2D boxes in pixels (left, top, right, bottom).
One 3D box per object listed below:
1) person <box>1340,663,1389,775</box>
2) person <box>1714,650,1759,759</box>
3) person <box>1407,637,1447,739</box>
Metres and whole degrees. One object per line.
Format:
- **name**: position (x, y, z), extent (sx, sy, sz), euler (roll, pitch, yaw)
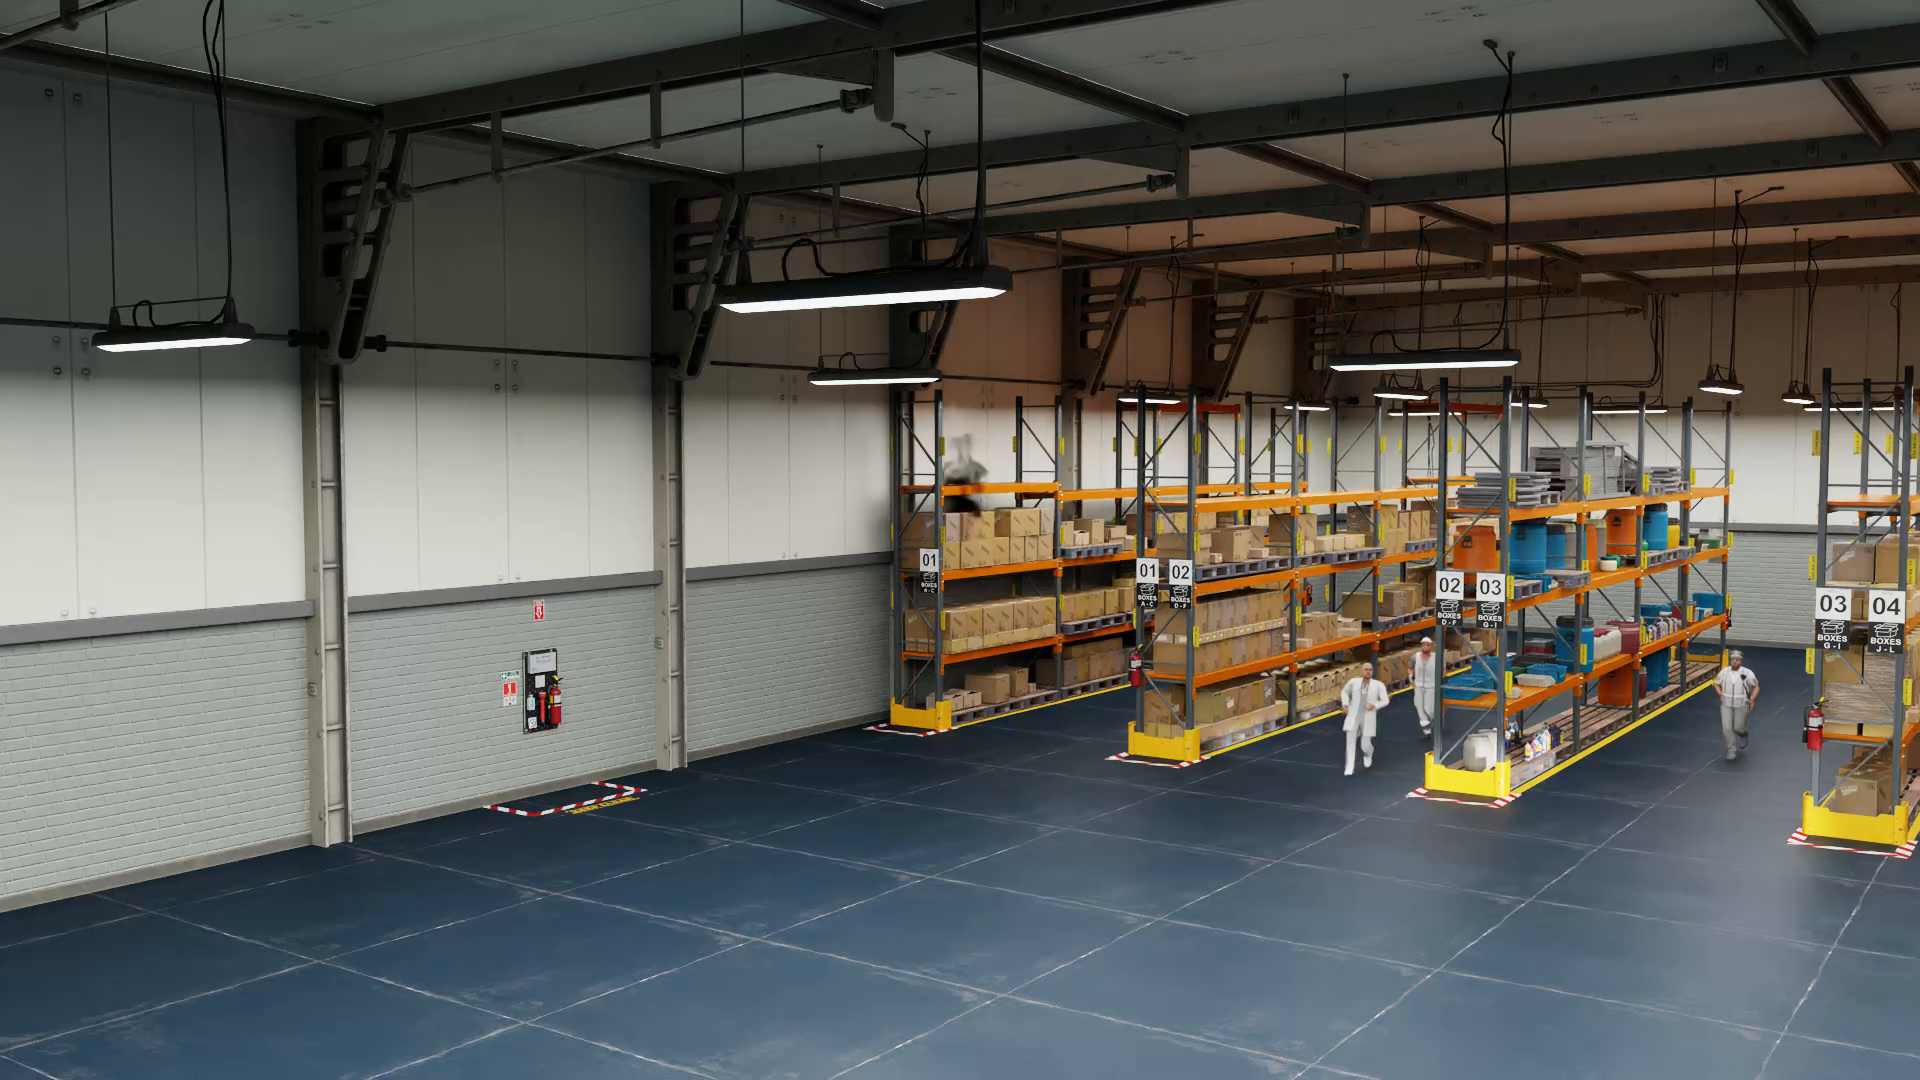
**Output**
- **person**: position (6.174, 2.729, 25.436), extent (0.736, 1.710, 0.768), euler (1, 3, 20)
- **person**: position (12.475, 2.637, 26.763), extent (0.665, 1.746, 0.578), euler (2, 4, 35)
- **person**: position (7.939, 2.531, 28.407), extent (0.635, 1.750, 0.618), euler (2, 4, 29)
